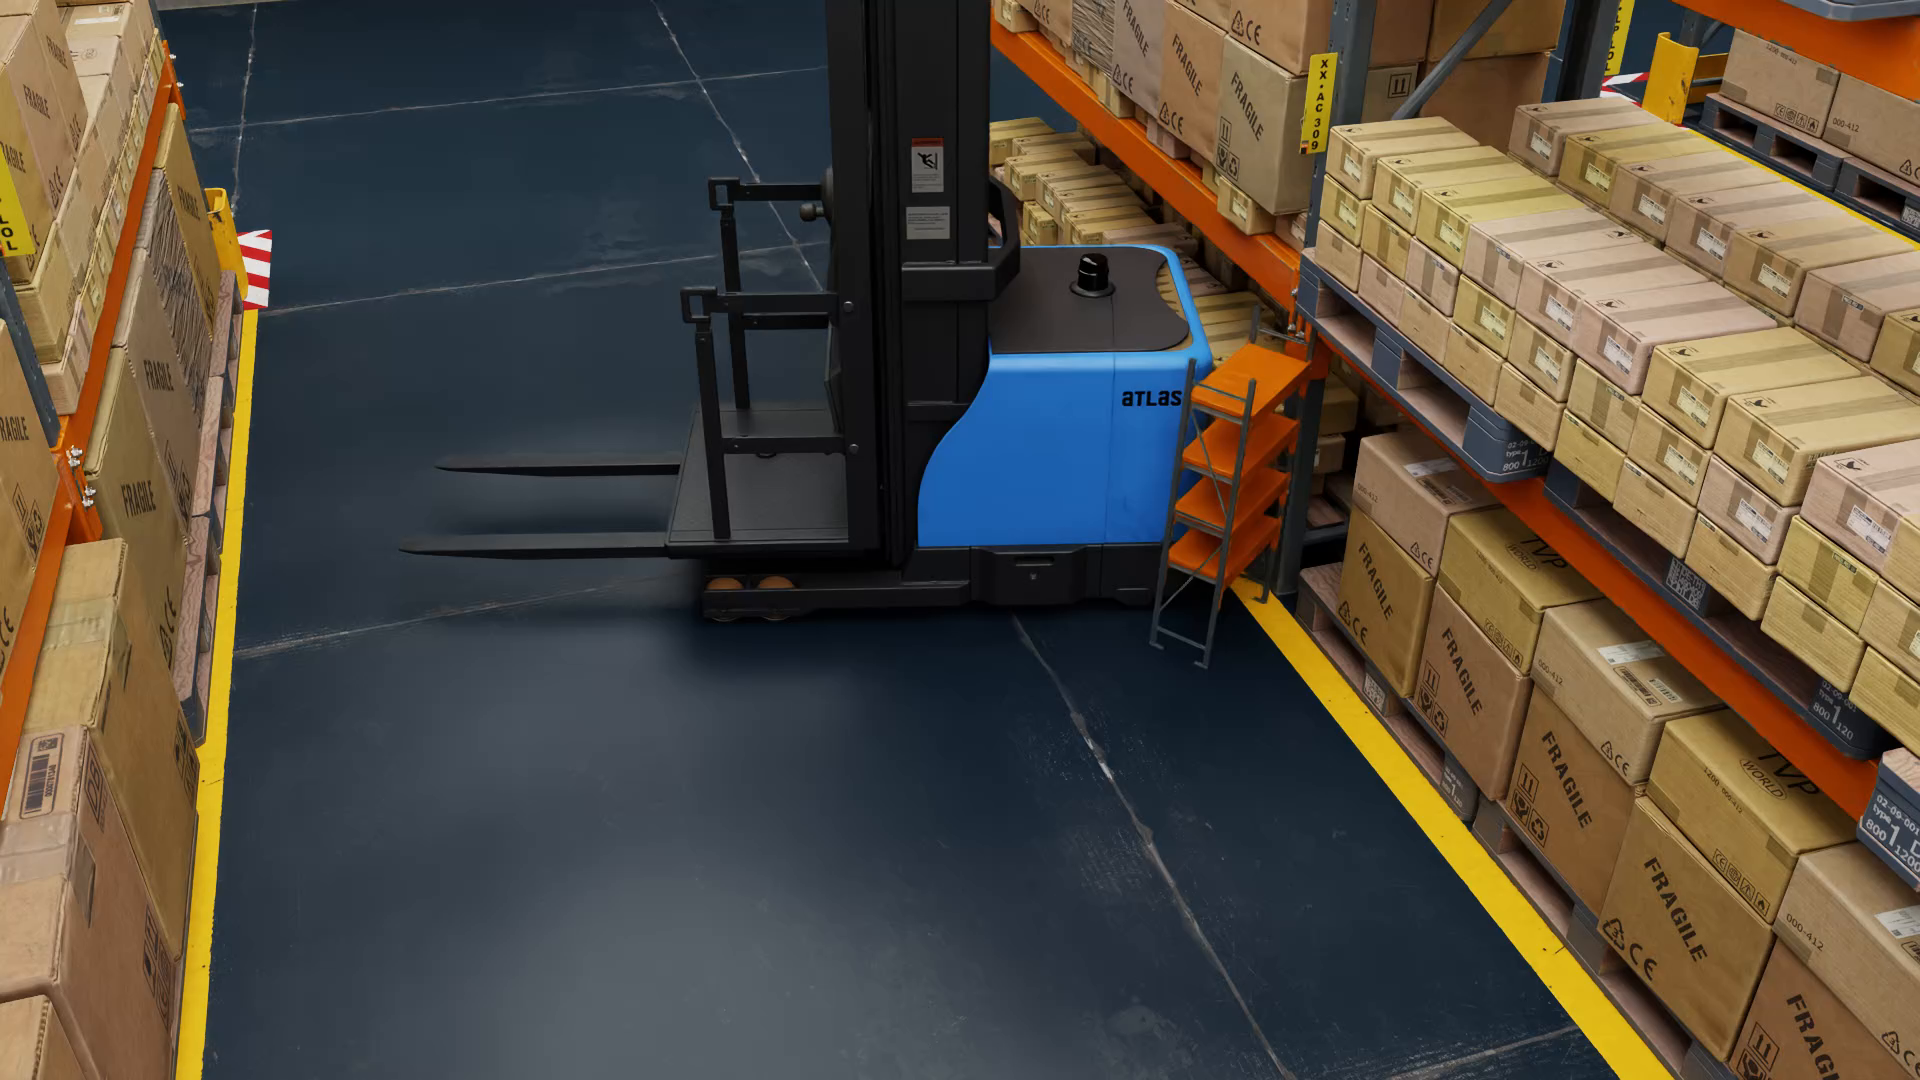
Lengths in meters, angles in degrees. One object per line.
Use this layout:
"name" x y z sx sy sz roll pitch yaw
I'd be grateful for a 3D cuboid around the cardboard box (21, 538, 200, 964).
"cardboard box" -2.864 0.681 4.544 1.225 0.875 0.875 -10 35 -15

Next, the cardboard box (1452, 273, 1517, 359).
"cardboard box" 1.599 -0.646 4.584 0.380 0.149 0.250 -11 35 -17

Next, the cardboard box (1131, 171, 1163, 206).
"cardboard box" 1.100 -1.839 8.478 0.380 0.149 0.250 -11 35 -17

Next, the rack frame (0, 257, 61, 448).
"rack frame" -3.078 -0.362 4.578 1.000 3.000 0.127 -10 35 -15

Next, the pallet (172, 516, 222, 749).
"pallet" -3.235 0.389 5.971 1.003 0.211 1.213 -10 35 -15

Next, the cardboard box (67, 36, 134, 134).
"cardboard box" -3.588 -1.781 6.590 0.500 0.250 0.500 -11 35 -16

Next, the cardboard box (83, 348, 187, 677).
"cardboard box" -3.203 -0.011 5.592 0.875 0.875 0.875 -10 35 -15

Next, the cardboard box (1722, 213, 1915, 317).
"cardboard box" 2.296 -0.740 4.456 0.380 0.149 0.250 -11 35 -16

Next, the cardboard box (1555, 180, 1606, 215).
"cardboard box" 2.067 -1.024 5.156 0.380 0.149 0.250 -10 35 -14

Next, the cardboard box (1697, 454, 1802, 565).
"cardboard box" 1.917 -0.098 3.754 0.380 0.149 0.250 -9 35 -14

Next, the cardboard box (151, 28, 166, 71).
"cardboard box" -3.876 -2.226 7.626 0.380 0.149 0.250 -9 35 -14

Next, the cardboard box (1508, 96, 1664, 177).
"cardboard box" 1.985 -1.284 5.280 0.380 0.149 0.250 -8 34 -13

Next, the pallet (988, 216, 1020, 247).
"pallet" 0.694 -1.608 8.992 1.003 0.211 1.213 -10 35 -15

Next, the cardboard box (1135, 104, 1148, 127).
"cardboard box" 0.966 -1.836 7.036 0.380 0.149 0.250 -11 35 -15

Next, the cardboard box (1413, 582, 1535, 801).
"cardboard box" 1.812 0.434 5.258 0.500 0.500 0.500 -8 34 -13

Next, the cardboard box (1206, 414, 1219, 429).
"cardboard box" 1.183 -0.505 6.729 0.380 0.149 0.250 -12 35 -17

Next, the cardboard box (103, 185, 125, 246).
"cardboard box" -3.247 -1.149 5.996 0.380 0.149 0.250 -10 35 -14

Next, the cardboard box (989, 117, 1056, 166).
"cardboard box" 0.293 -2.145 8.941 0.380 0.149 0.250 -12 35 -17

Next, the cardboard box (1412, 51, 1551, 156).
"cardboard box" 1.765 -1.612 6.108 0.500 0.500 0.500 -11 35 -16

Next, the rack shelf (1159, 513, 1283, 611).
"rack shelf" 0.954 0.041 6.069 0.258 0.148 0.480 23 40 26

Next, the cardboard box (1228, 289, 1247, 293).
"cardboard box" 1.442 -1.171 7.736 0.380 0.149 0.250 -10 35 -15

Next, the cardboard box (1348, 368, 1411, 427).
"cardboard box" 1.769 -0.593 6.592 0.380 0.149 0.250 -9 34 -13

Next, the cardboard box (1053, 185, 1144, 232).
"cardboard box" 0.676 -1.604 8.121 0.380 0.149 0.250 -9 34 -13

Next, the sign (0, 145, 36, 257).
"sign" -2.564 -0.909 4.426 0.100 0.325 0.005 -10 35 -15

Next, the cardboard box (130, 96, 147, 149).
"cardboard box" -3.563 -1.690 6.815 0.380 0.149 0.250 -11 35 -16

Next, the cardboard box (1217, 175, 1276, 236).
"cardboard box" 1.184 -1.266 6.173 0.380 0.149 0.250 -11 35 -16

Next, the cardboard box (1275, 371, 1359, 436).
"cardboard box" 1.320 -0.520 6.482 0.380 0.149 0.250 -9 35 -13

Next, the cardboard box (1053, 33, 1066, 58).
"cardboard box" 0.660 -2.377 7.854 0.380 0.149 0.250 -10 35 -15

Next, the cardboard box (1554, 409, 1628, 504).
"cardboard box" 1.762 -0.245 4.247 0.380 0.149 0.250 -11 35 -16

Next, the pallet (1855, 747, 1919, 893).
"pallet" 2.578 0.680 3.173 1.213 0.211 1.003 -10 35 -15

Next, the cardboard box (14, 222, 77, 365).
"cardboard box" -2.972 -0.715 4.977 0.500 0.250 0.500 -11 35 -16

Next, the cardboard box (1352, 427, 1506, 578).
"cardboard box" 1.650 -0.156 5.472 0.500 0.250 0.500 -12 35 -17

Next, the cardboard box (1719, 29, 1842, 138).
"cardboard box" 5.436 -2.906 10.369 0.875 0.438 0.875 -11 35 -16

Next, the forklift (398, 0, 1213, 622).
"forklift" -0.625 -1.212 5.925 3.031 2.935 1.130 -1 33 -2

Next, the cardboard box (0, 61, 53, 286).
"cardboard box" -2.981 -1.031 4.776 0.500 0.500 0.500 -10 35 -15

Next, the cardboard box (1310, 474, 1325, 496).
"cardboard box" 1.232 -0.278 6.655 0.380 0.149 0.250 -10 35 -14

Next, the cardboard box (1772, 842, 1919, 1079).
"cardboard box" 2.274 0.933 3.823 0.500 0.250 0.500 -10 35 -14

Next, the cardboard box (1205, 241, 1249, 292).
"cardboard box" 1.354 -1.282 7.634 0.380 0.149 0.250 -11 35 -17

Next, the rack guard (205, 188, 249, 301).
"rack guard" -4.305 -1.432 8.464 1.175 0.500 0.348 -10 35 -15

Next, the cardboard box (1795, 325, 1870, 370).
"cardboard box" 2.391 -0.471 4.319 0.380 0.149 0.250 -10 35 -15

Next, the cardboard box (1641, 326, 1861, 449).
"cardboard box" 1.840 -0.358 3.879 0.380 0.149 0.250 -9 35 -13

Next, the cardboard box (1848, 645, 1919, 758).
"cardboard box" 2.083 0.307 3.411 0.380 0.149 0.250 -10 35 -15

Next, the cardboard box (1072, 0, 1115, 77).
"cardboard box" 0.816 -2.325 7.187 0.500 0.500 0.500 -11 35 -16

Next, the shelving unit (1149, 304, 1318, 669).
"shelving unit" 0.965 -0.176 5.916 0.258 1.200 0.503 23 40 26

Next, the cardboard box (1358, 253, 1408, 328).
"cardboard box" 1.449 -0.785 5.064 0.380 0.149 0.250 -9 35 -14

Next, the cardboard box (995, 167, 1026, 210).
"cardboard box" 0.401 -1.882 8.812 0.380 0.149 0.250 -10 35 -15

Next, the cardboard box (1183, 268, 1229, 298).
"cardboard box" 0.946 -1.053 7.289 0.380 0.149 0.250 -12 35 -17

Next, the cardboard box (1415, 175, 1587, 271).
"cardboard box" 1.525 -0.898 4.695 0.380 0.149 0.250 -10 35 -14

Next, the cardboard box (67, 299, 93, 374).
"cardboard box" -2.932 -0.607 5.175 0.380 0.149 0.250 -11 35 -16

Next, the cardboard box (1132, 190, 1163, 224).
"cardboard box" 1.033 -1.693 8.527 0.380 0.149 0.250 -10 35 -15

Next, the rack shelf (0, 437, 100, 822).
"rack shelf" -2.468 0.988 3.187 1.077 0.370 4.000 -10 35 -15
